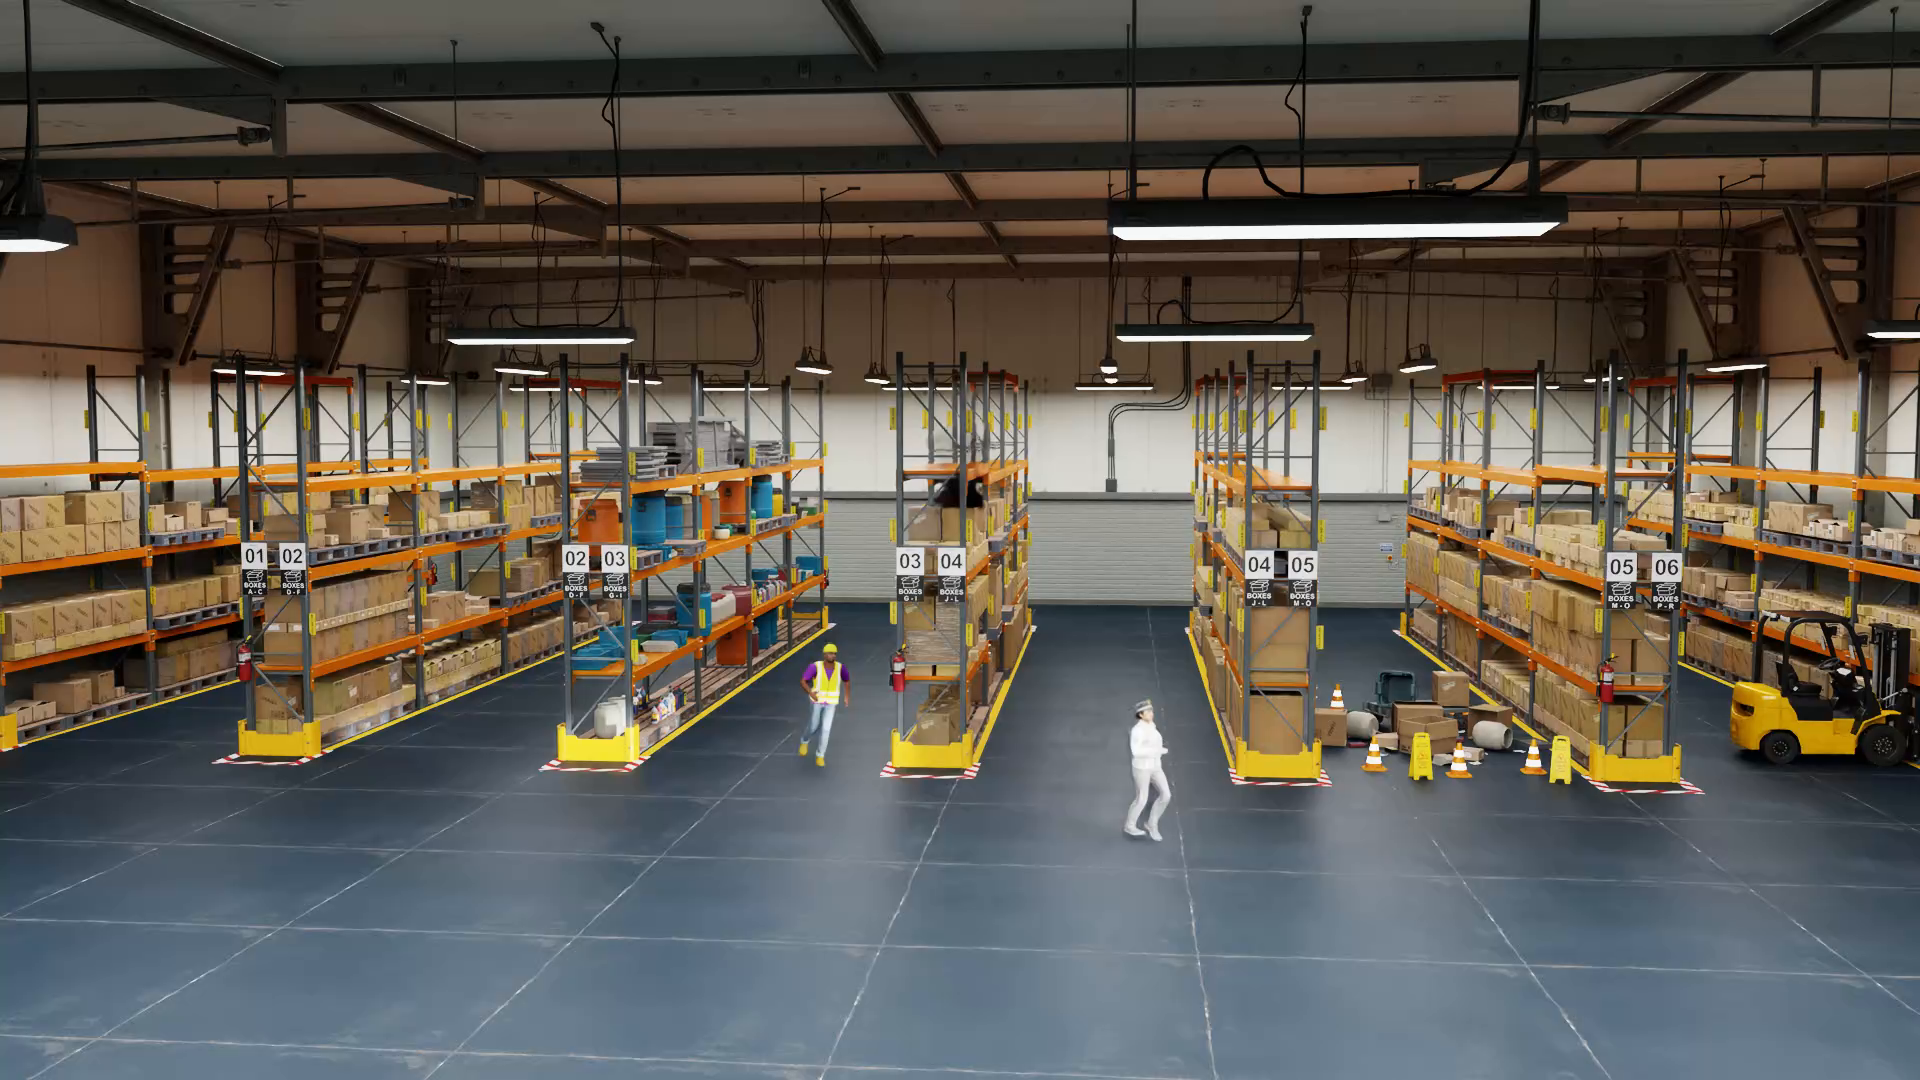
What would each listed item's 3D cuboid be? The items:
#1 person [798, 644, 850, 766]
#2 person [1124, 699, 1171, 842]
[{"bbox_3d":[-1.965,2.393,24.491,0.762,1.744,0.849,-1,4,-16],"label":"person"},{"bbox_3d":[2.258,2.754,19.851,0.659,1.729,0.592,4,6,44],"label":"person"}]
